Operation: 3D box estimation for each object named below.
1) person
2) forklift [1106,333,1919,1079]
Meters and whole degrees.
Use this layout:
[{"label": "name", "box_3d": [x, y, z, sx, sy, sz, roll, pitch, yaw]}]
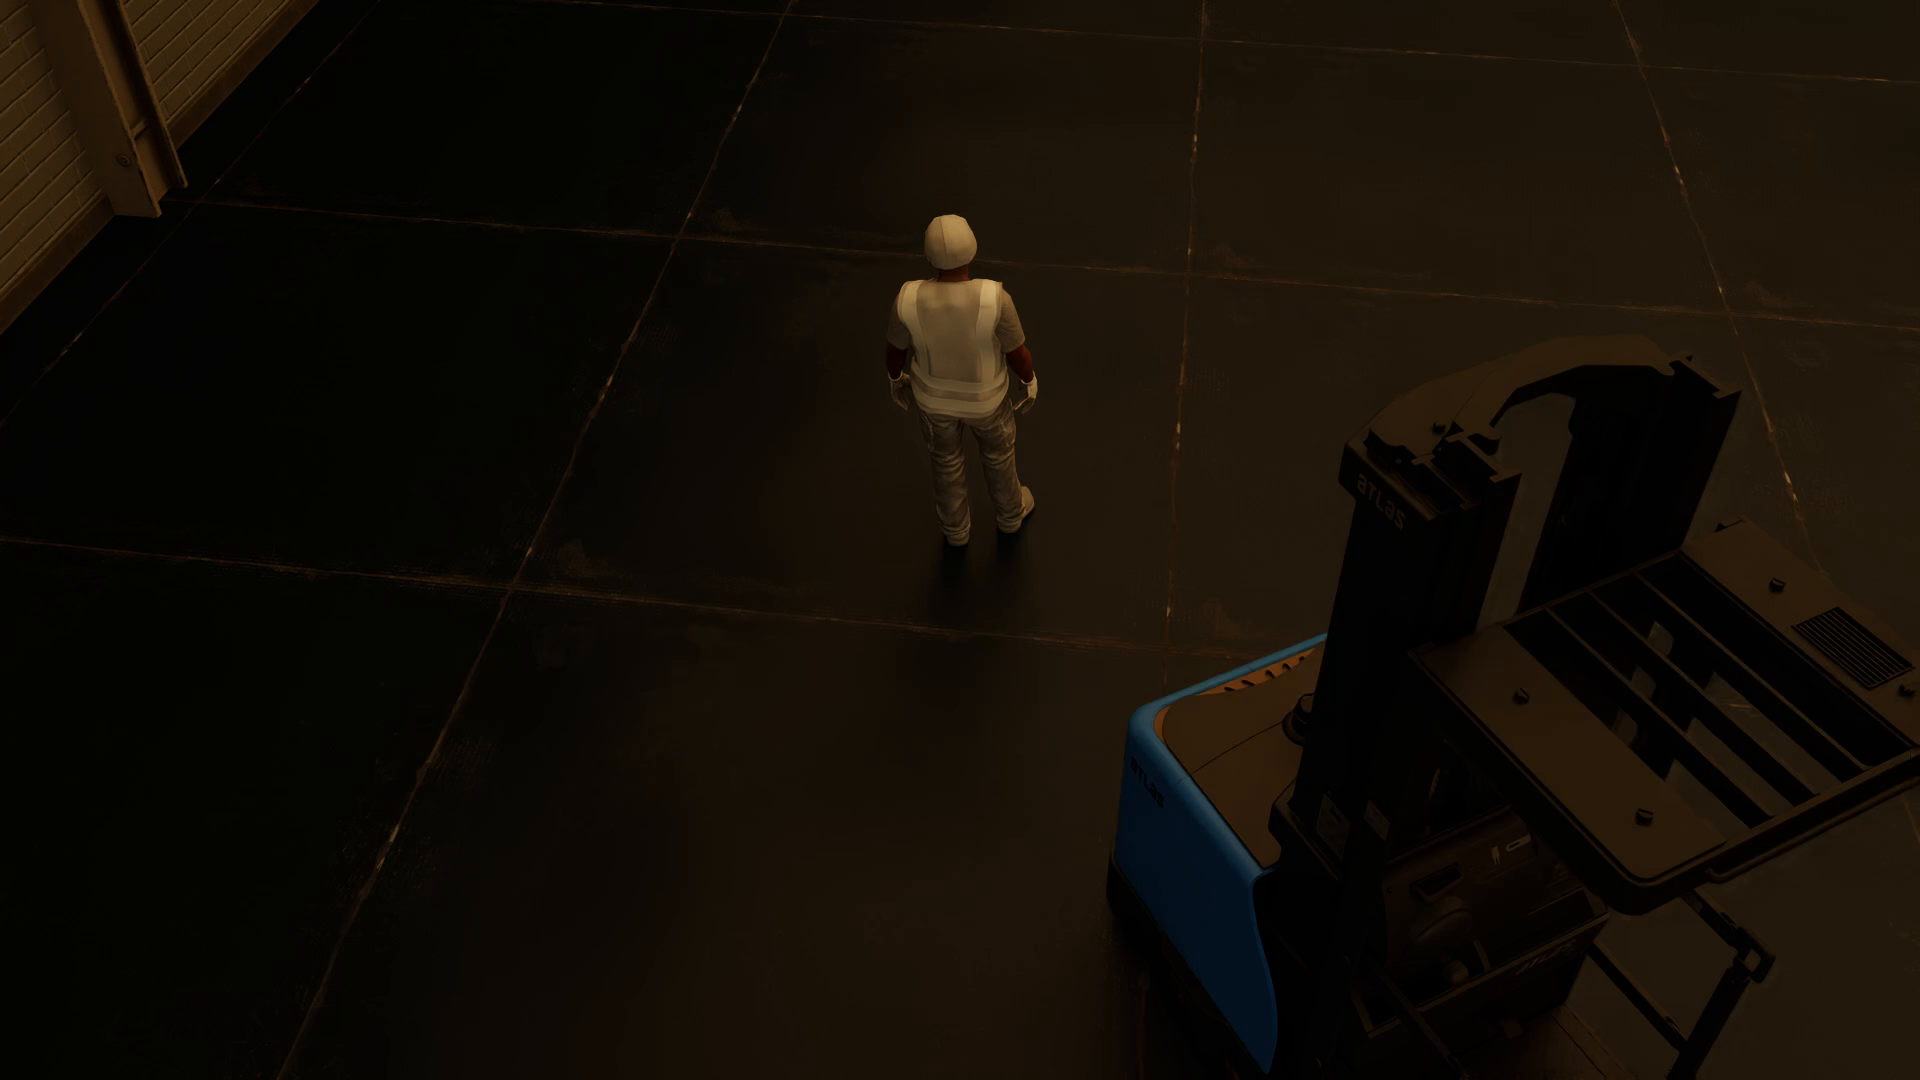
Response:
[{"label": "person", "box_3d": [0.018, -0.710, 7.335, 0.657, 1.785, 0.575, 5, 43, 6]}, {"label": "forklift", "box_3d": [1.673, 1.038, 4.595, 1.130, 2.935, 3.031, -19, 46, -20]}]
